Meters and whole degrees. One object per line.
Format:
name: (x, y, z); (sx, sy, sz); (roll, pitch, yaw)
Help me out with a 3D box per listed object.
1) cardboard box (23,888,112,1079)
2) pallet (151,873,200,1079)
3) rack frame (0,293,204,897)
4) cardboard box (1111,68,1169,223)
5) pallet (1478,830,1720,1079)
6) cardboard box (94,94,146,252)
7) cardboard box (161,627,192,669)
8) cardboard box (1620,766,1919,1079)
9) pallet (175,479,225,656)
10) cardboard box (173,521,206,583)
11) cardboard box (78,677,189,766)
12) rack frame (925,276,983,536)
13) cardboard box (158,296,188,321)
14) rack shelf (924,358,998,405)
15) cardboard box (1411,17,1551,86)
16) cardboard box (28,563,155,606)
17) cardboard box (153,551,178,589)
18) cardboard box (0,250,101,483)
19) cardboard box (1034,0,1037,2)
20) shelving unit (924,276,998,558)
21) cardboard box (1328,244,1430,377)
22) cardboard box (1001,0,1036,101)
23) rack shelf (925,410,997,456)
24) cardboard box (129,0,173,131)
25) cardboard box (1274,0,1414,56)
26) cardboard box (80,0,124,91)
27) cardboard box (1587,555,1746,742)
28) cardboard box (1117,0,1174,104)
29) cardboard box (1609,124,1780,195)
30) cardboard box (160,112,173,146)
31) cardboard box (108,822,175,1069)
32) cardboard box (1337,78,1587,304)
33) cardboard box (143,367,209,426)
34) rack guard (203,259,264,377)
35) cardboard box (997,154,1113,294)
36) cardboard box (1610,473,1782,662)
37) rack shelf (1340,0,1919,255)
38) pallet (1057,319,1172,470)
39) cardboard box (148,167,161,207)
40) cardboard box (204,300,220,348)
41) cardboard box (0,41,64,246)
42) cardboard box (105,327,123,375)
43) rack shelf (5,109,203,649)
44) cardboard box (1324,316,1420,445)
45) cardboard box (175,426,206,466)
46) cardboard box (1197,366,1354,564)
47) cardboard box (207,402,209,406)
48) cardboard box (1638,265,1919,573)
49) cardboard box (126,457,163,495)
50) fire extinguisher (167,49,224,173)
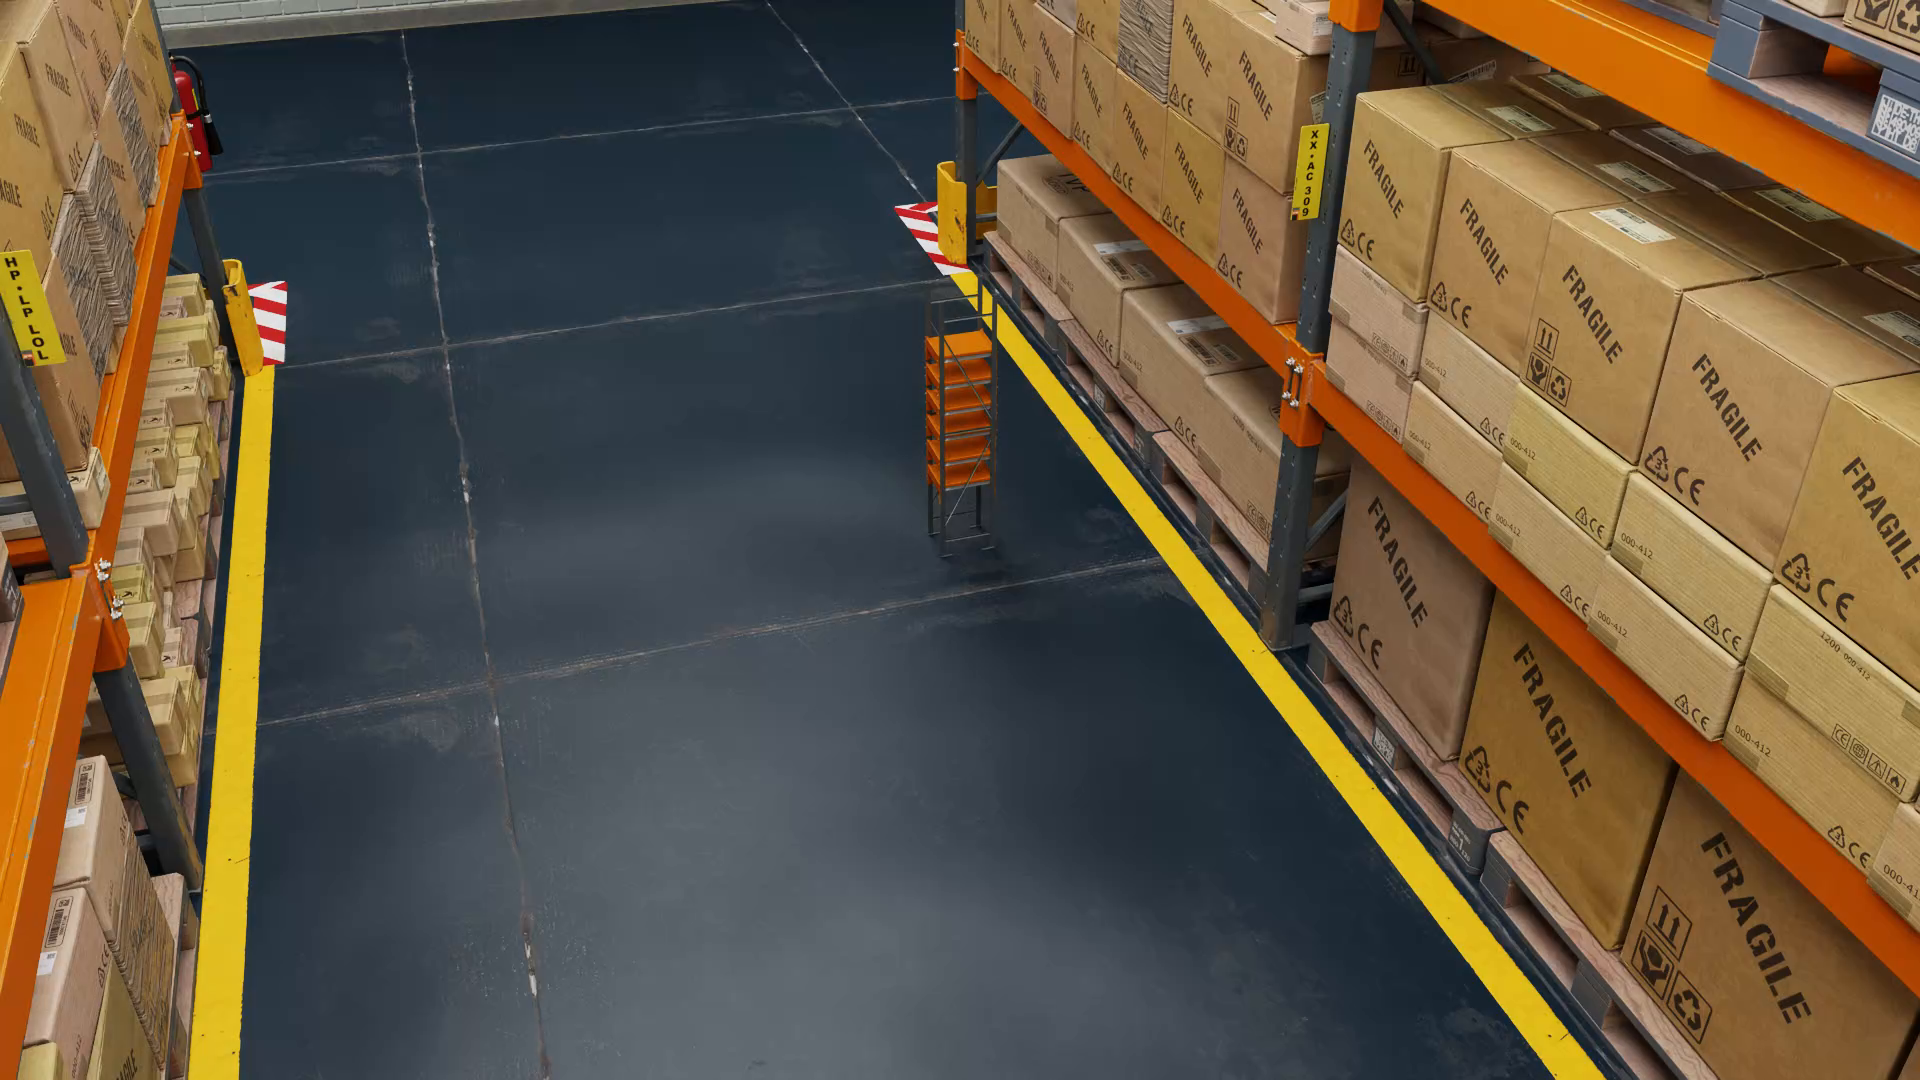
cardboard box: (-2.383, 1.143, 4.005); (0.500, 0.250, 0.500); (-8, 34, -12)
pallet: (-2.756, 1.540, 4.728); (1.003, 0.211, 1.213); (-10, 35, -15)
rack frame: (-2.995, -0.032, 4.578); (1.000, 3.000, 0.127); (-10, 35, -15)
cardboard box: (0.974, -1.691, 6.997); (0.500, 0.500, 0.500); (-11, 35, -15)
pallet: (2.371, 1.280, 5.122); (1.003, 0.211, 1.213); (-10, 35, -15)
cardboard box: (-3.375, -1.306, 6.145); (0.500, 0.500, 0.500); (-8, 34, -12)
cardboard box: (-3.007, 0.475, 6.015); (0.380, 0.149, 0.250); (-10, 35, -15)
cardboard box: (2.509, 1.048, 4.489); (0.875, 0.875, 0.875); (-10, 35, -14)
pallet: (-3.609, 0.143, 6.842); (1.003, 0.211, 1.213); (-10, 35, -15)
cardboard box: (-3.234, 0.062, 6.640); (0.380, 0.149, 0.250); (-11, 35, -16)
cardboard box: (-2.801, 0.614, 5.536); (0.380, 0.149, 0.250); (-8, 34, -13)
rack frame: (-0.023, -0.541, 6.980); (0.240, 1.200, 0.006); (-10, 35, -15)
cardboard box: (-3.790, -0.989, 7.692); (0.380, 0.149, 0.250); (-9, 35, -14)
rack shelf: (0.004, -0.656, 6.800); (0.258, 0.103, 0.180); (-10, 35, -15)
cardboard box: (1.774, -1.667, 6.055); (0.500, 0.500, 0.500); (-10, 35, -14)
cardboard box: (-3.054, 0.239, 5.833); (0.380, 0.149, 0.250); (-10, 35, -15)
cardboard box: (-3.213, 0.084, 6.338); (0.380, 0.149, 0.250); (-8, 34, -13)
cardboard box: (-2.906, -0.500, 4.926); (0.500, 0.500, 0.500); (-11, 35, -16)
cardboard box: (0.508, -2.907, 7.930); (0.500, 0.500, 0.500); (-11, 35, -16)
shelving unit: (0.004, -0.493, 6.908); (0.258, 1.200, 0.189); (-10, 35, -15)
cardboard box: (1.554, -0.785, 5.400); (0.500, 0.250, 0.500); (-11, 35, -16)
cardboard box: (0.522, -2.498, 8.219); (0.500, 0.500, 0.500); (-10, 35, -15)
rack shelf: (0.004, -0.456, 6.932); (0.258, 0.103, 0.180); (-10, 35, -15)
cardboard box: (-3.833, -2.105, 7.355); (0.500, 0.500, 0.500); (-9, 35, -14)
cardboard box: (1.291, -1.755, 5.600); (0.380, 0.149, 0.250); (-11, 35, -16)
cardboard box: (-3.517, -1.979, 6.257); (0.500, 0.500, 0.500); (-8, 34, -12)
cardboard box: (2.015, 0.228, 4.321); (0.500, 0.250, 0.500); (-11, 35, -16)
cardboard box: (0.970, -2.111, 6.727); (0.500, 0.500, 0.500); (-10, 35, -14)
cardboard box: (2.229, -0.914, 4.914); (0.500, 0.500, 0.500); (-9, 35, -14)
cardboard box: (-3.846, -1.904, 7.638); (0.380, 0.149, 0.250); (-10, 35, -15)
cardboard box: (-2.529, 1.182, 4.627); (0.500, 0.500, 0.500); (-11, 35, -16)
cardboard box: (1.549, -1.097, 5.192); (0.500, 0.500, 0.500); (-10, 35, -14)
cardboard box: (-3.437, -0.596, 7.097); (0.380, 0.149, 0.250); (-9, 34, -13)
rack guard: (-4.192, -1.049, 8.385); (1.175, 0.500, 0.348); (-10, 35, -15)
cardboard box: (0.765, -1.794, 9.188); (0.875, 0.438, 0.875); (-11, 35, -16)
cardboard box: (2.025, 0.018, 4.184); (0.500, 0.250, 0.500); (-11, 35, -16)
rack shelf: (2.298, -0.819, 3.700); (1.077, 0.370, 4.000); (-10, 35, -15)
pallet: (1.155, -0.808, 8.282); (1.003, 0.211, 1.213); (-10, 35, -15)
cardboard box: (-3.615, -1.508, 7.039); (0.380, 0.149, 0.250); (-9, 35, -13)
cardboard box: (-3.782, -1.013, 7.997); (0.380, 0.149, 0.250); (-11, 35, -16)
cardboard box: (-3.073, -1.163, 5.021); (0.500, 0.500, 0.500); (-11, 35, -16)
cardboard box: (-3.143, -0.673, 5.775); (0.380, 0.149, 0.250); (-9, 35, -14)
rack shelf: (-3.605, -0.782, 6.365); (1.077, 0.370, 4.000); (-10, 35, -15)
cardboard box: (1.571, -0.580, 5.542); (0.500, 0.250, 0.500); (-11, 35, -16)
cardboard box: (-3.391, -0.333, 6.968); (0.380, 0.149, 0.250); (-8, 34, -12)
cardboard box: (1.599, -0.372, 7.035); (0.875, 0.438, 0.875); (-11, 35, -15)
cardboard box: (-3.682, -0.606, 7.651); (0.380, 0.149, 0.250); (-10, 35, -15)
cardboard box: (2.045, -0.301, 3.986); (0.500, 0.500, 0.500); (-11, 35, -16)
cardboard box: (-3.317, -0.171, 6.453); (0.380, 0.149, 0.250); (-11, 35, -17)
fire extinguisher: (-3.852, -2.154, 8.198); (0.296, 0.674, 0.183); (-10, 35, -15)
